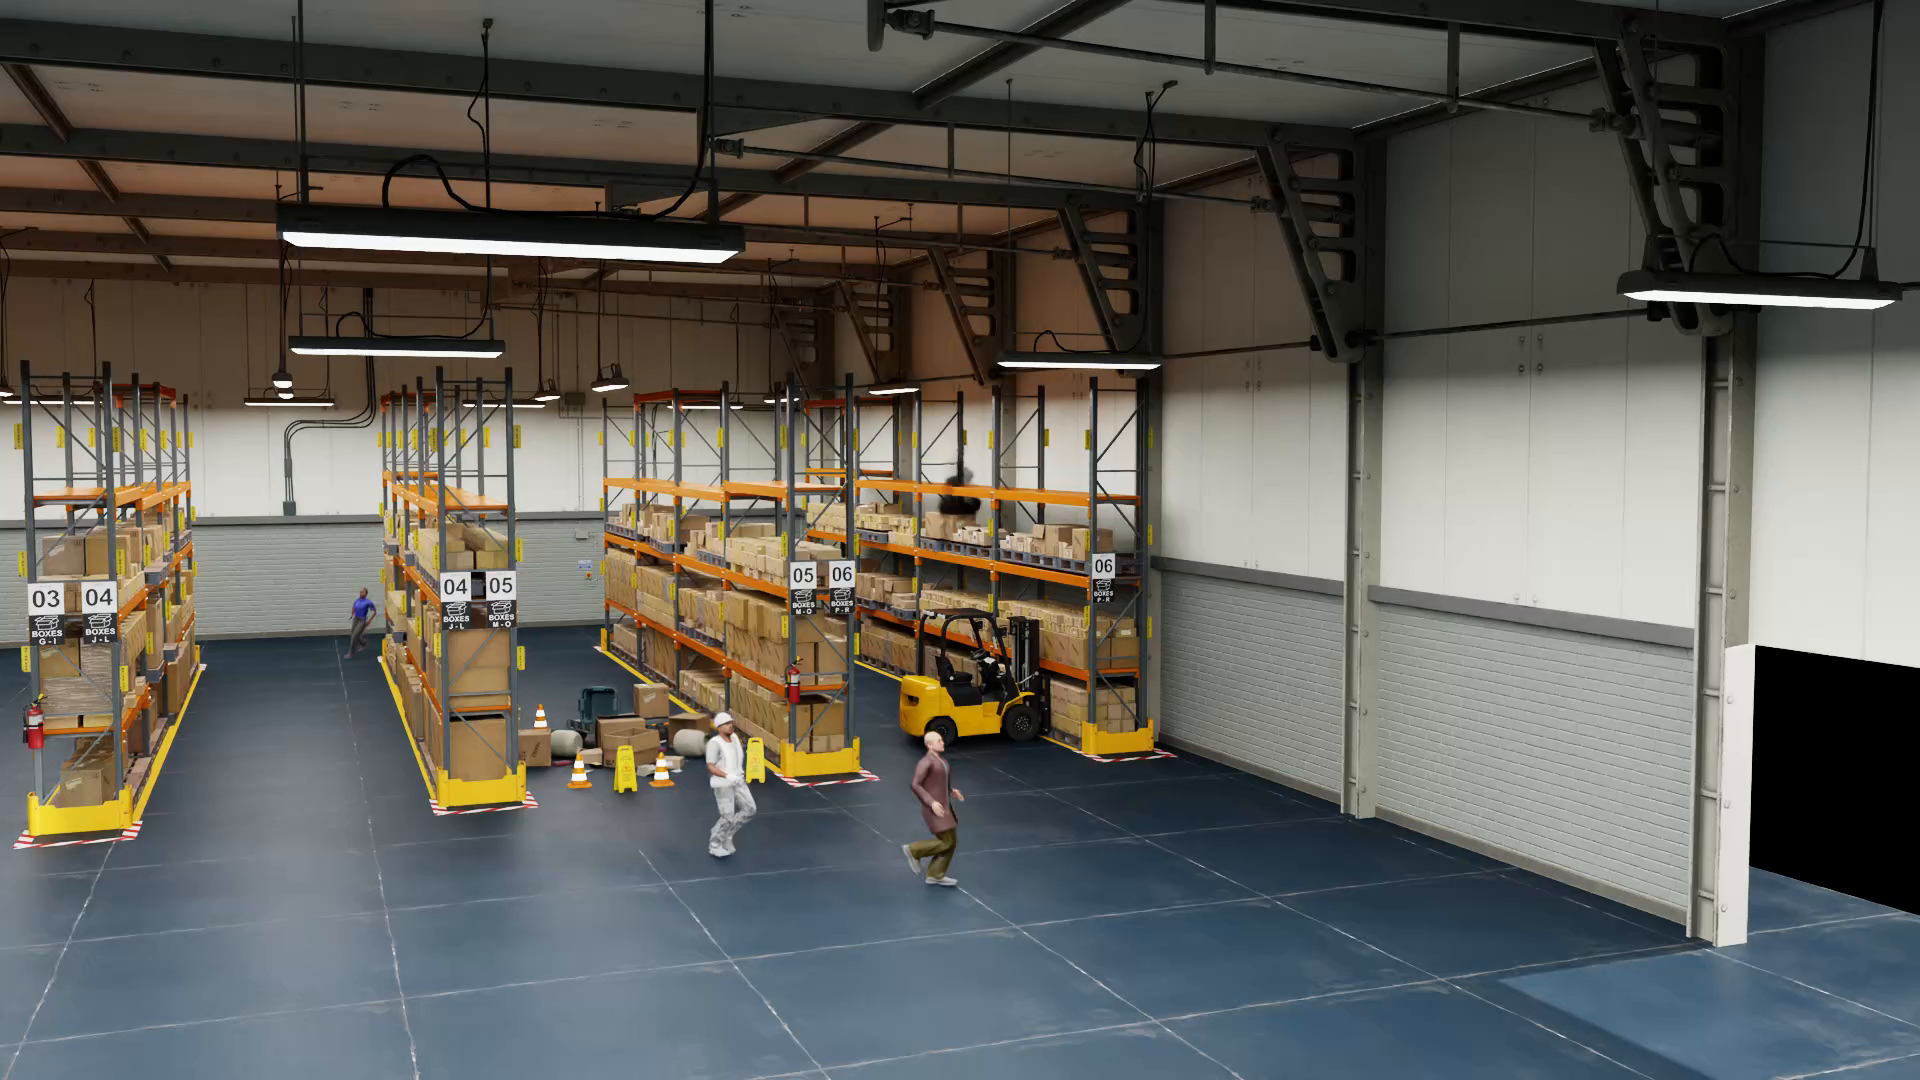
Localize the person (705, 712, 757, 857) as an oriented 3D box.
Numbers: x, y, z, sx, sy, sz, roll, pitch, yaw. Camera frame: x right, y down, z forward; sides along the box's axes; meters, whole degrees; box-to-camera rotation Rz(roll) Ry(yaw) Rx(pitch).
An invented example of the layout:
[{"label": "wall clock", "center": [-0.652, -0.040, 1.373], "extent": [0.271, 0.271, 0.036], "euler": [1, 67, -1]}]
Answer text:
[{"label": "person", "center": [-2.746, 2.926, 19.921], "extent": [0.590, 1.736, 0.695], "euler": [2, 4, 27]}]

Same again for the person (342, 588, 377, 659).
[{"label": "person", "center": [-13.753, 1.901, 38.240], "extent": [0.638, 1.602, 0.801], "euler": [1, 4, 21]}]

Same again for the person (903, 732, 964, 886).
[{"label": "person", "center": [-0.298, 3.014, 18.688], "extent": [0.640, 1.727, 0.707], "euler": [1, 4, 18]}]
